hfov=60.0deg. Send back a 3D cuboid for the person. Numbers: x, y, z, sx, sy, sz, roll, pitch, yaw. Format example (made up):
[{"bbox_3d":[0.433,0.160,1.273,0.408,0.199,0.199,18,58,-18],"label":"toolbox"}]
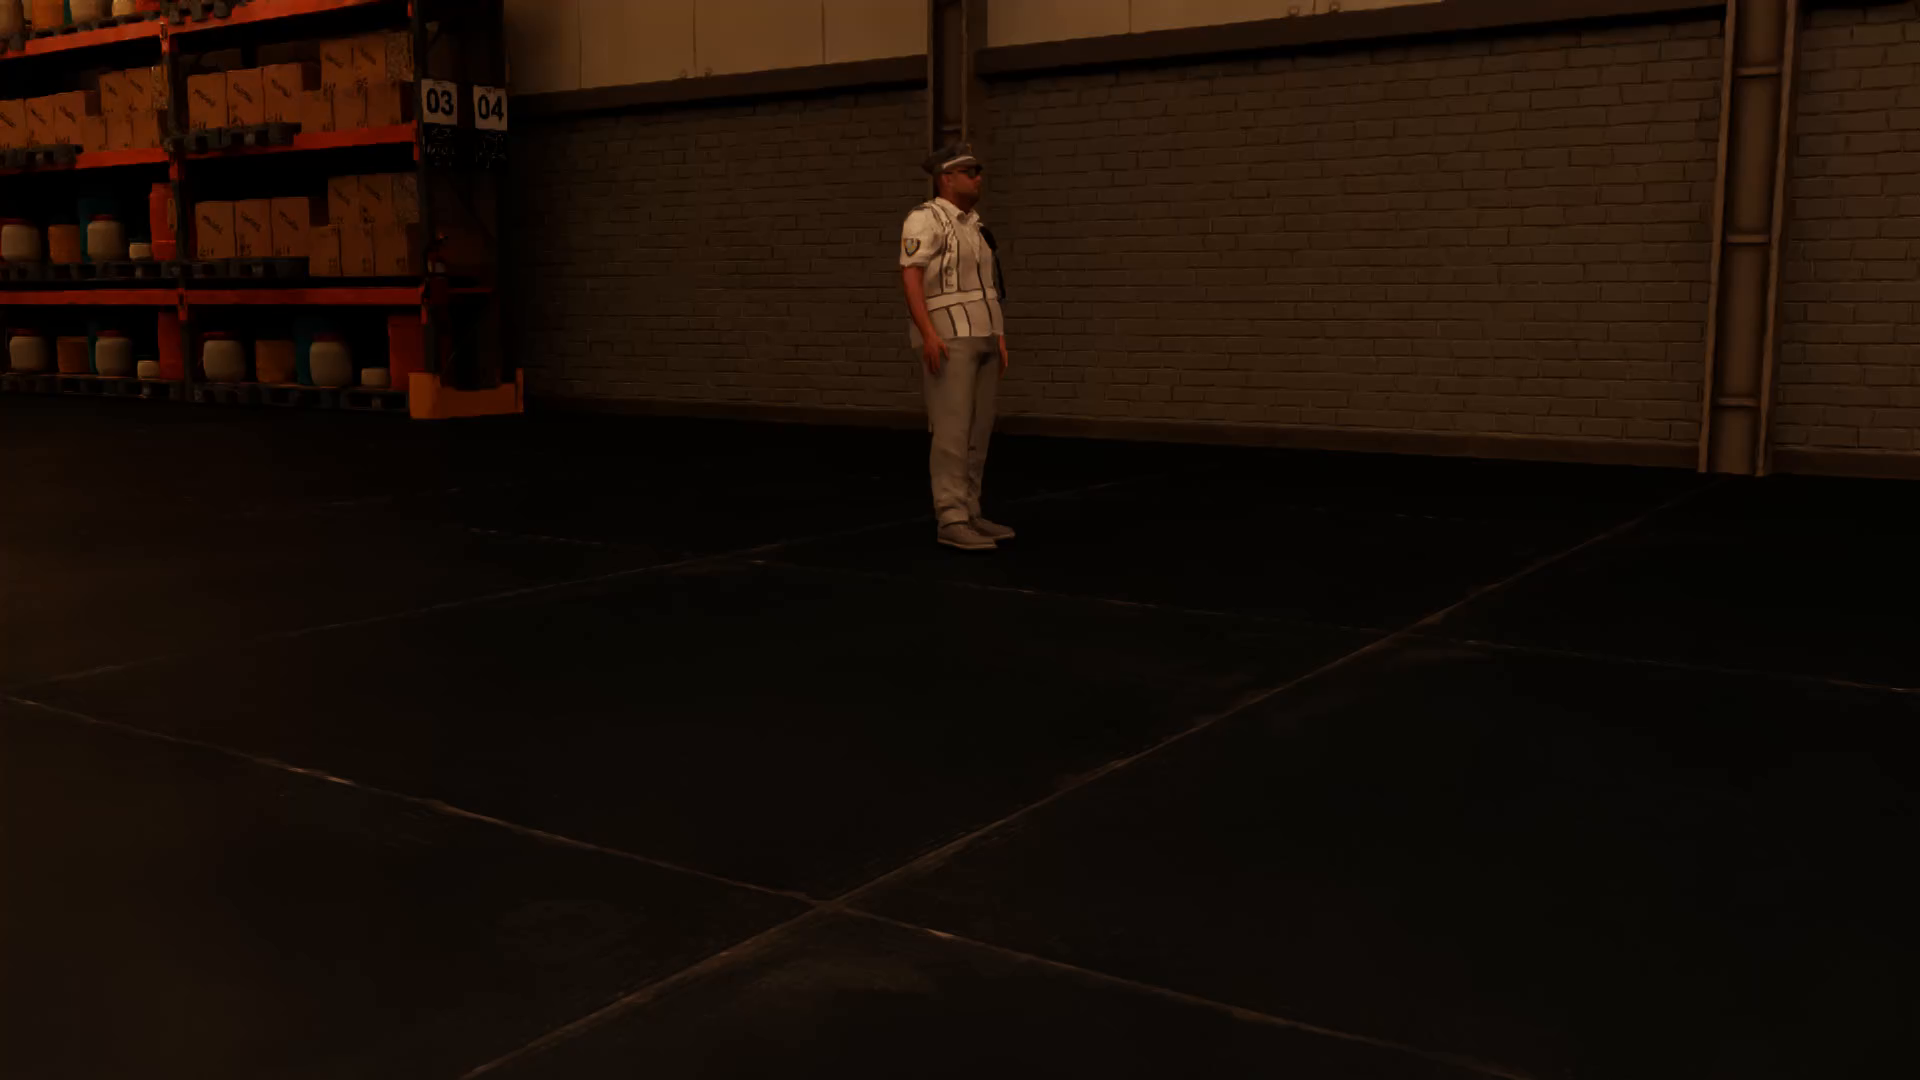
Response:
[{"bbox_3d":[0.058,-0.882,7.424,0.574,1.781,0.640,5,10,34],"label":"person"}]
